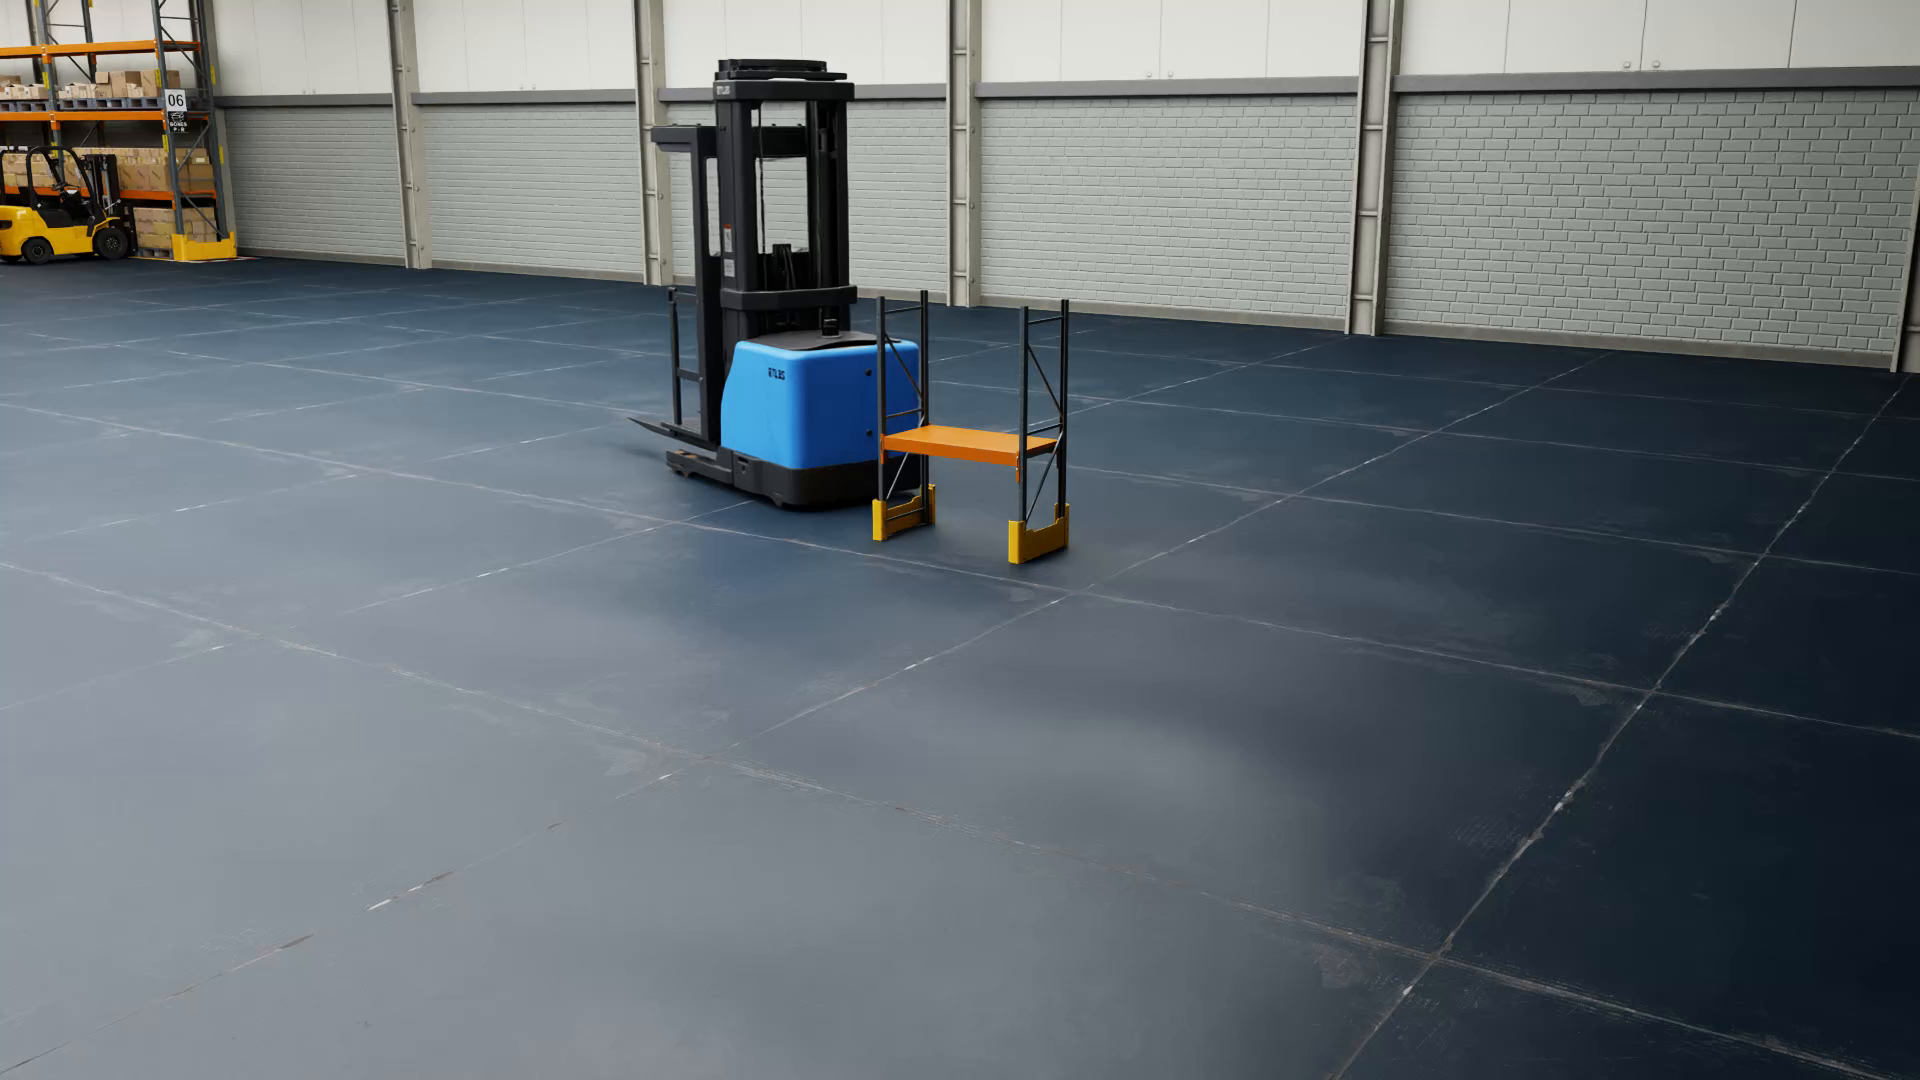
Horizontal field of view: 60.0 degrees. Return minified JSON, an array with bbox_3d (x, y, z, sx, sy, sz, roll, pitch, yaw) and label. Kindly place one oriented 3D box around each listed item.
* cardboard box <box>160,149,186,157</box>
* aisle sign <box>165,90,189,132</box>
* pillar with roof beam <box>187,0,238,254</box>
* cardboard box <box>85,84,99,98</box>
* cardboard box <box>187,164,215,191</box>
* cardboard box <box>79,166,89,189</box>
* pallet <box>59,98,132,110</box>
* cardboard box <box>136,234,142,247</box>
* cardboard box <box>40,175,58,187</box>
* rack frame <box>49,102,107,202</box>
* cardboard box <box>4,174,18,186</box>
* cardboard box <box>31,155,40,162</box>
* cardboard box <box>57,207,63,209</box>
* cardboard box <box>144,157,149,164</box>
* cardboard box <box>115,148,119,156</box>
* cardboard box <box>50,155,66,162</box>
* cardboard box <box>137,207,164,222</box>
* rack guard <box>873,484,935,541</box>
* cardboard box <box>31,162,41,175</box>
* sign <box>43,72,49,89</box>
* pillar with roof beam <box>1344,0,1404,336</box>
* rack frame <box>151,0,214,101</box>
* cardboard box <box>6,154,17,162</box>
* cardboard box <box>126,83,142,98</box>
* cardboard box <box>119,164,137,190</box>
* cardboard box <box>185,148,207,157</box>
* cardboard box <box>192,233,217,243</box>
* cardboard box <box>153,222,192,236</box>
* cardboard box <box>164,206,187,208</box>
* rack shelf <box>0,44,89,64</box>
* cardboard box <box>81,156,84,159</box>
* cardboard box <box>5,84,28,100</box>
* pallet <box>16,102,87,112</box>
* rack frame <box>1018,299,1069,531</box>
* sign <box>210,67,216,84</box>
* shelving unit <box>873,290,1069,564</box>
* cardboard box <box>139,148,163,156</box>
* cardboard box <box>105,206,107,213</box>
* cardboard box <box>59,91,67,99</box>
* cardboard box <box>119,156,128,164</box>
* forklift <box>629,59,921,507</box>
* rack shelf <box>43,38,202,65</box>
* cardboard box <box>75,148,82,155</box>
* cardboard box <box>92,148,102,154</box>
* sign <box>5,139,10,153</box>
[{"bbox_3d":[-15.221,-7.489,32.155,0.250,0.149,0.380,9,17,33],"label":"cardboard box"},{"bbox_3d":[-14.916,-8.169,31.672,0.004,0.787,0.394,9,17,33],"label":"aisle sign"},{"bbox_3d":[-17.284,-9.302,29.171,0.400,9.000,9.100,9,17,33],"label":"pillar with roof beam"},{"bbox_3d":[-17.063,-8.895,32.968,0.258,0.266,0.396,9,16,31],"label":"cardboard box"},{"bbox_3d":[-15.063,-7.145,32.736,0.500,0.500,0.500,10,17,35],"label":"cardboard box"},{"bbox_3d":[-17.462,-7.382,33.692,0.500,0.500,0.500,10,17,34],"label":"cardboard box"},{"bbox_3d":[-17.403,-8.815,33.632,1.213,0.211,1.003,9,17,33],"label":"pallet"},{"bbox_3d":[-16.190,-5.981,33.092,0.500,0.250,0.500,9,17,33],"label":"cardboard box"},{"bbox_3d":[-18.690,-7.454,34.504,0.500,0.250,0.500,10,17,34],"label":"cardboard box"},{"bbox_3d":[-18.126,-7.511,34.423,0.127,3.000,1.000,9,17,33],"label":"rack frame"},{"bbox_3d":[-19.938,-7.660,35.339,0.500,0.250,0.500,10,17,35],"label":"cardboard box"},{"bbox_3d":[-19.223,-7.959,34.675,0.250,0.149,0.380,9,16,31],"label":"cardboard box"},{"bbox_3d":[-19.204,-6.736,35.358,0.625,0.625,0.875,9,17,32],"label":"cardboard box"},{"bbox_3d":[-15.660,-7.404,32.433,0.250,0.149,0.380,10,17,34],"label":"cardboard box"},{"bbox_3d":[-16.497,-7.693,32.981,0.250,0.149,0.380,9,17,34],"label":"cardboard box"},{"bbox_3d":[-18.533,-7.876,34.339,0.250,0.149,0.380,10,17,35],"label":"cardboard box"},{"bbox_3d":[-15.790,-6.396,32.686,0.500,0.250,0.500,10,17,34],"label":"cardboard box"},{"bbox_3d":[-0.350,-0.178,10.522,0.087,0.250,0.587,9,17,33],"label":"rack guard"},{"bbox_3d":[-19.107,-7.763,34.714,0.500,0.250,0.500,9,16,31],"label":"cardboard box"},{"bbox_3d":[-18.420,-9.261,33.520,0.005,0.325,0.100,9,17,33],"label":"sign"},{"bbox_3d":[2.631,-6.083,16.169,0.400,9.000,9.100,9,17,33],"label":"pillar with roof beam"},{"bbox_3d":[-14.806,-9.887,31.535,0.127,3.000,1.000,9,17,33],"label":"rack frame"},{"bbox_3d":[-19.873,-8.062,35.089,0.250,0.149,0.380,9,16,31],"label":"cardboard box"},{"bbox_3d":[-15.874,-8.702,32.191,0.258,0.266,0.396,9,17,33],"label":"cardboard box"},{"bbox_3d":[-16.212,-7.177,32.865,0.500,0.500,0.500,9,16,32],"label":"cardboard box"},{"bbox_3d":[-14.966,-7.570,32.485,0.250,0.149,0.380,9,16,32],"label":"cardboard box"},{"bbox_3d":[-15.105,-5.949,32.960,0.500,0.250,0.500,9,17,33],"label":"cardboard box"},{"bbox_3d":[-15.385,-6.089,32.488,0.500,0.250,0.500,9,16,32],"label":"cardboard box"},{"bbox_3d":[-15.516,-6.498,33.097,0.500,0.250,0.500,9,17,33],"label":"cardboard box"},{"bbox_3d":[-19.785,-10.148,34.920,4.000,0.370,1.077,9,17,33],"label":"rack shelf"},{"bbox_3d":[-17.560,-7.716,33.691,0.250,0.149,0.380,9,17,33],"label":"cardboard box"},{"bbox_3d":[-19.499,-9.328,34.623,0.500,0.311,0.500,9,16,31],"label":"cardboard box"},{"bbox_3d":[-18.865,-8.990,34.553,1.217,0.209,0.805,8,16,31],"label":"pallet"},{"bbox_3d":[0.493,-0.648,9.821,0.032,1.500,0.500,9,17,33],"label":"rack frame"},{"bbox_3d":[-14.492,-9.003,32.225,0.005,0.325,0.100,9,17,33],"label":"sign"},{"bbox_3d":[0.063,-0.718,10.102,1.083,1.500,0.587,9,17,33],"label":"shelving unit"},{"bbox_3d":[-15.841,-7.593,32.578,0.250,0.149,0.380,9,17,33],"label":"cardboard box"},{"bbox_3d":[-17.061,-6.603,33.523,0.500,0.250,0.500,10,17,35],"label":"cardboard box"},{"bbox_3d":[-17.923,-8.977,33.543,0.250,0.149,0.380,10,17,34],"label":"cardboard box"},{"bbox_3d":[-16.329,-7.496,32.804,0.250,0.149,0.380,9,17,33],"label":"cardboard box"},{"bbox_3d":[-1.523,-1.943,12.073,1.130,2.935,3.031,-10,17,-34],"label":"forklift"},{"bbox_3d":[-16.466,-9.612,32.753,4.000,0.370,1.077,9,17,33],"label":"rack shelf"},{"bbox_3d":[-17.749,-7.903,33.831,0.250,0.149,0.380,9,17,34],"label":"cardboard box"},{"bbox_3d":[-17.156,-7.783,33.345,0.250,0.149,0.380,9,16,32],"label":"cardboard box"},{"bbox_3d":[-21.138,-8.721,36.900,0.005,0.325,0.100,9,17,33],"label":"sign"}]
